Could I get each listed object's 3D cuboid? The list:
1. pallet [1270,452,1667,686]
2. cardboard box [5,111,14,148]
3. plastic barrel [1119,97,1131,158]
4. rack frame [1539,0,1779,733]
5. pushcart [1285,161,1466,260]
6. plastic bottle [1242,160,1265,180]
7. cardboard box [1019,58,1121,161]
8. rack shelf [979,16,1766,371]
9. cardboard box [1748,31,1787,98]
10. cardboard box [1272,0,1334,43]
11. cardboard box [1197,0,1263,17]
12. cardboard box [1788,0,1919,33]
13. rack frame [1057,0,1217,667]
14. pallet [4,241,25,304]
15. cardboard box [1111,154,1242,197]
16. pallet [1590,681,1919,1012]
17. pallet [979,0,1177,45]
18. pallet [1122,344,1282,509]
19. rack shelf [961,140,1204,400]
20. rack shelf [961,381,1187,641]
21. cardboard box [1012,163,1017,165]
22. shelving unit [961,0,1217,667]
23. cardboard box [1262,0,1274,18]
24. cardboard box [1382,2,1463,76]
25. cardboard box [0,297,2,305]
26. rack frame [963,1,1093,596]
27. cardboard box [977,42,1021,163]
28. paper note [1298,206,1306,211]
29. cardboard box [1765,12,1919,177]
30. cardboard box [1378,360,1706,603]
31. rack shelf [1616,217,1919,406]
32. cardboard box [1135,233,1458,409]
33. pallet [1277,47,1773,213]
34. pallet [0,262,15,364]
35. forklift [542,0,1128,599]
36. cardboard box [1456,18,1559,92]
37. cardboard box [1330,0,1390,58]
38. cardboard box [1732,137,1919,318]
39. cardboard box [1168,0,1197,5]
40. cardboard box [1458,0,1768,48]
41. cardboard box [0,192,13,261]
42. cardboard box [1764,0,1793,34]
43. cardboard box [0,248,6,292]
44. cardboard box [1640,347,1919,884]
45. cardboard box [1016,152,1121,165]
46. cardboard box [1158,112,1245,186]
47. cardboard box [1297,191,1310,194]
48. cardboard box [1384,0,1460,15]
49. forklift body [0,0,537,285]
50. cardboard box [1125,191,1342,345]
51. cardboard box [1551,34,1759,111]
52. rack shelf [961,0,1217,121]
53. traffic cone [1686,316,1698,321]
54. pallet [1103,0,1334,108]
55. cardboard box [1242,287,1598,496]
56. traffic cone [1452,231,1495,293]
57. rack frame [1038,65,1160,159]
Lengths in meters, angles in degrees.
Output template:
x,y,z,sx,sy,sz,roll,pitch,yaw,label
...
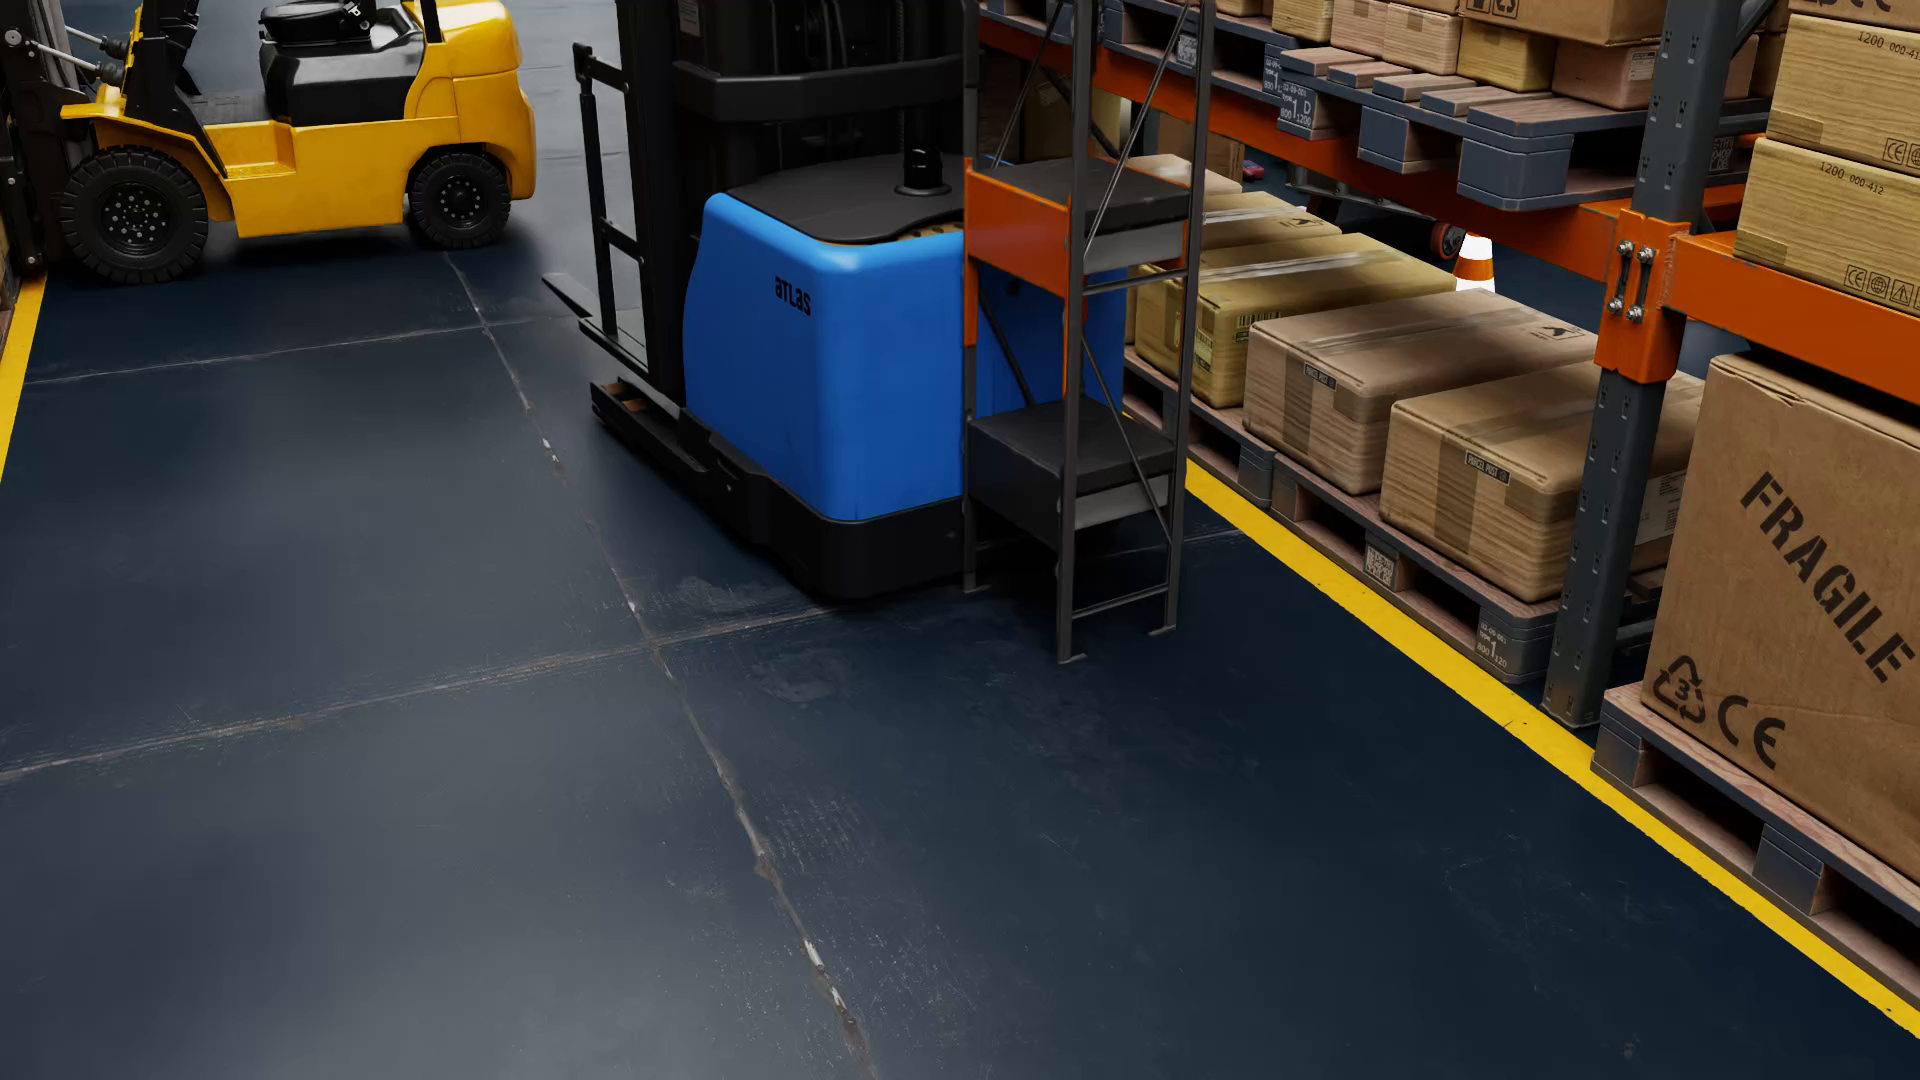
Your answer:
x,y,z,sx,sy,sz,roll,pitch,yaw,label
1.692,-0.029,5.069,1.003,0.211,1.213,-11,28,-21,pallet
-4.815,-1.967,7.946,0.500,0.250,0.500,-11,28,-22,cardboard box
1.066,-2.465,9.815,0.512,0.421,0.421,8,27,15,plastic barrel
1.997,-0.966,3.810,1.000,3.000,0.127,-11,28,-21,rack frame
2.509,-1.815,8.537,1.648,0.377,0.936,-22,34,-38,pushcart
1.651,-2.104,9.489,0.133,0.061,0.283,-6,27,-12,plastic bottle
0.448,-2.156,8.047,0.500,0.500,0.500,-9,27,-18,cardboard box
1.214,-1.451,5.622,1.077,0.370,4.000,-11,28,-21,rack shelf
2.041,-1.205,4.108,0.380,0.149,0.250,-12,29,-24,cardboard box
1.129,-1.536,4.784,0.380,0.149,0.250,-10,28,-20,cardboard box
0.973,-1.746,5.215,0.380,0.149,0.250,-12,28,-22,cardboard box
1.965,-1.219,3.075,0.500,0.500,0.500,-12,28,-22,cardboard box
0.439,-0.644,4.176,0.400,2.100,0.015,-15,30,-28,rack frame
-4.890,-1.295,7.662,1.003,0.211,1.213,-11,28,-21,pallet
0.638,-1.378,7.169,0.950,0.372,0.625,-10,28,-20,cardboard box
2.237,0.618,3.744,1.003,0.211,1.213,-11,28,-21,pallet
0.596,-2.161,6.477,1.003,0.211,1.213,-11,28,-21,pallet
1.219,-0.521,6.076,1.003,0.211,1.213,-11,28,-21,pallet
0.311,-0.723,4.369,0.431,0.518,0.480,-15,30,-28,rack shelf
0.311,-0.094,4.676,0.431,0.518,0.480,-15,30,-28,rack shelf
-0.048,-1.727,8.023,0.500,0.250,0.500,-9,28,-18,cardboard box
0.311,-0.735,4.363,0.431,2.100,0.503,-15,30,-28,shelving unit
1.147,-1.659,5.036,0.380,0.149,0.250,-10,28,-20,cardboard box
1.341,-1.324,4.350,0.380,0.149,0.250,-11,28,-21,cardboard box
-4.020,-0.932,6.396,0.500,0.250,0.500,-10,28,-20,cardboard box
0.183,-0.827,4.550,0.400,2.100,0.015,-15,30,-28,rack frame
-0.048,-2.064,7.859,0.500,0.500,0.500,-11,28,-21,cardboard box
1.793,-1.754,8.808,0.148,0.019,0.142,-11,28,-21,paper note
1.968,-0.877,3.228,0.500,0.250,0.500,-11,28,-21,cardboard box
1.785,-0.204,4.766,0.950,0.372,0.625,-13,29,-24,cardboard box
2.780,0.164,2.315,1.077,0.370,4.000,-11,28,-21,rack shelf
1.197,-0.808,6.002,0.950,0.372,0.625,-10,28,-19,cardboard box
1.620,-1.150,4.404,1.213,0.211,1.003,-11,28,-21,pallet
-4.408,-0.802,6.652,1.003,0.211,1.213,-11,28,-21,pallet
-0.692,-1.752,5.498,1.130,2.935,3.031,-15,30,-28,forklift
1.481,-1.230,4.158,0.380,0.149,0.250,-10,28,-20,cardboard box
1.250,-1.427,4.561,0.380,0.149,0.250,-12,28,-23,cardboard box
1.957,-0.658,3.350,0.500,0.250,0.500,-11,28,-21,cardboard box
0.841,-1.849,5.425,0.380,0.149,0.250,-9,28,-19,cardboard box
1.563,-1.469,3.909,0.500,0.500,0.500,-11,28,-22,cardboard box
-4.448,-1.339,7.229,0.500,0.250,0.500,-10,28,-20,cardboard box
2.034,-1.555,4.085,0.500,0.500,0.500,-11,28,-22,cardboard box
-4.233,-1.134,6.810,0.500,0.250,0.500,-11,28,-22,cardboard box
2.191,0.093,3.584,0.875,0.875,0.875,-11,28,-21,cardboard box
0.448,-1.819,8.212,0.500,0.250,0.500,-12,28,-23,cardboard box
1.263,-2.125,9.030,0.500,0.500,0.500,8,27,15,cardboard box
2.087,-2.050,9.147,0.396,0.266,0.258,13,29,24,cardboard box
1.351,-1.676,4.333,0.500,0.500,0.500,-11,28,-21,cardboard box
-3.280,-2.508,7.936,2.313,2.155,1.214,-11,28,-21,forklift body
0.923,-1.088,6.576,0.950,0.372,0.625,-9,27,-17,cardboard box
1.652,-1.134,3.962,0.380,0.149,0.250,-10,28,-19,cardboard box
0.311,-1.352,4.062,0.431,0.518,0.480,-15,30,-28,rack shelf
3.238,-1.236,7.254,0.336,0.463,0.334,-11,28,-21,traffic cone
1.184,-1.672,5.475,1.003,0.211,1.213,-11,28,-21,pallet
1.489,-0.501,5.373,0.950,0.372,0.625,-11,28,-22,cardboard box
2.204,-1.181,7.142,0.336,0.463,0.334,-11,28,-21,traffic cone
0.431,-2.581,7.118,1.000,3.000,0.127,-11,28,-21,rack frame
